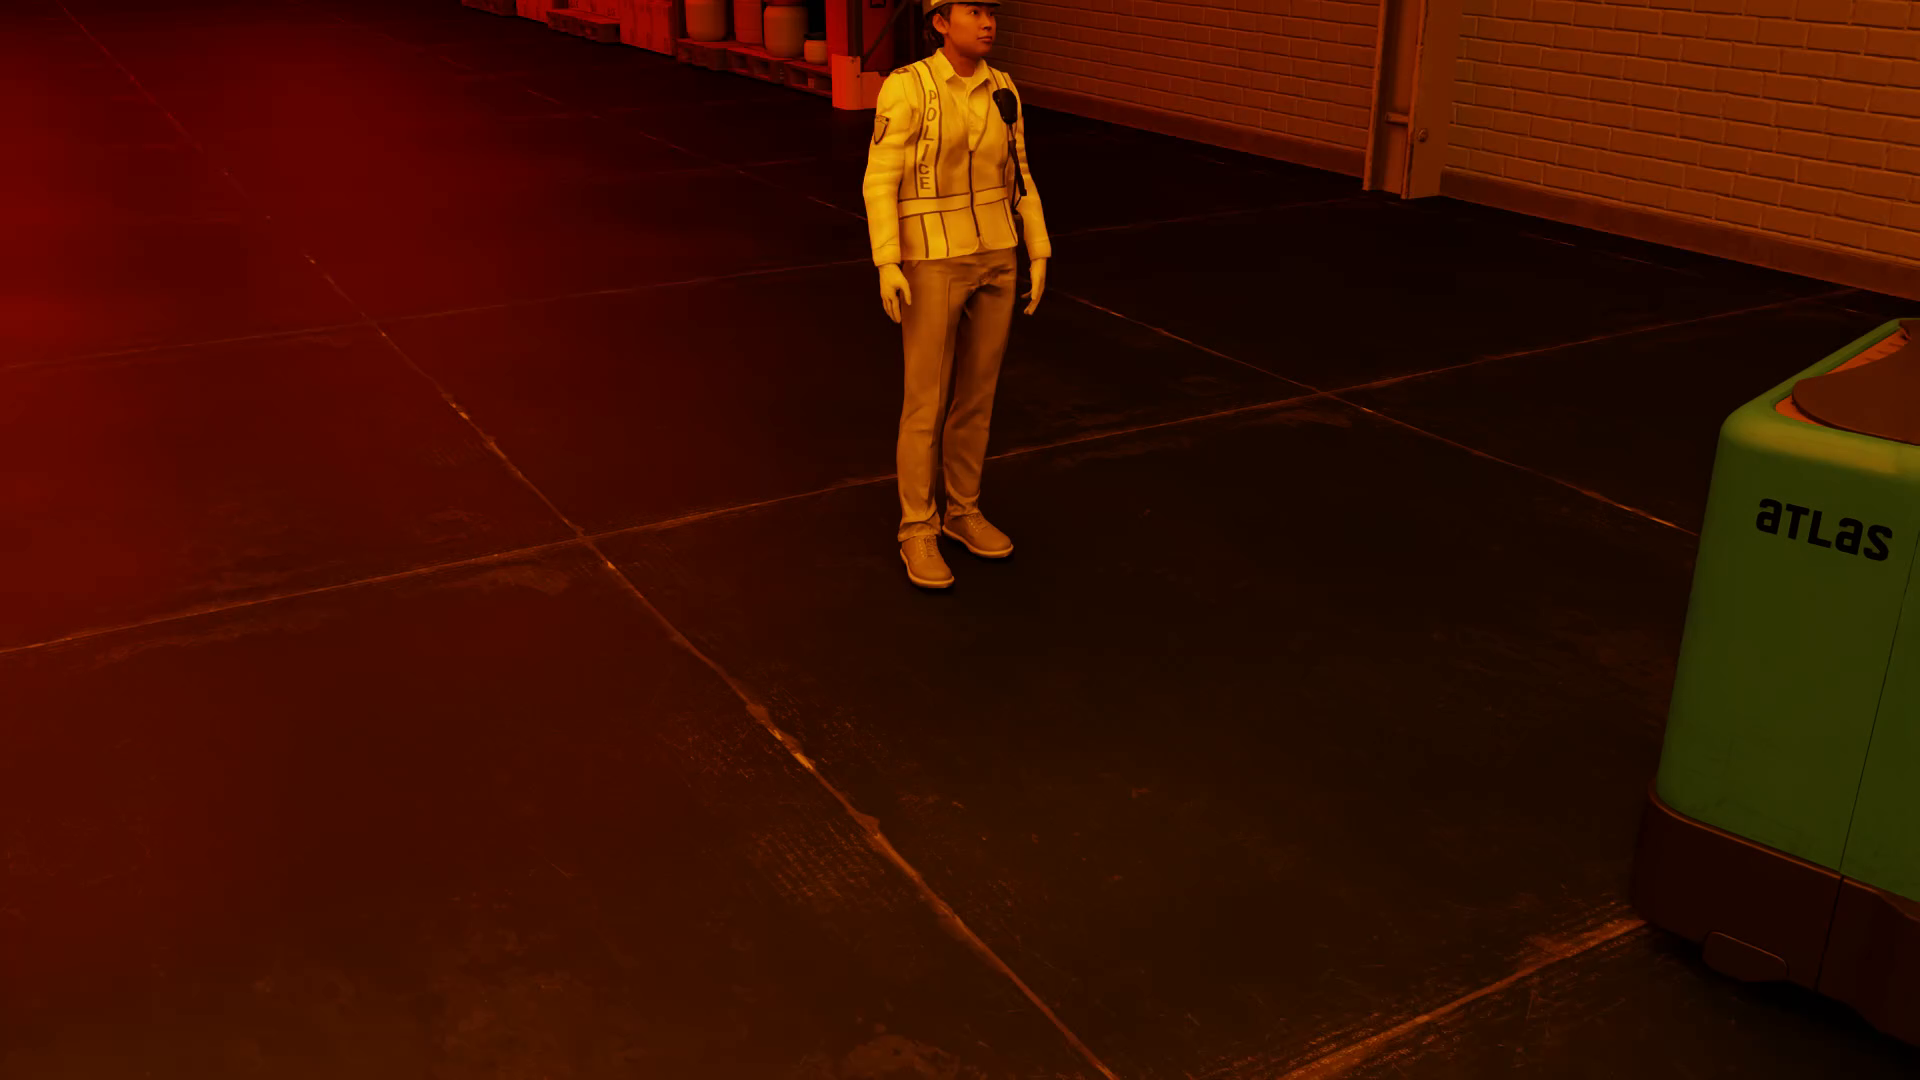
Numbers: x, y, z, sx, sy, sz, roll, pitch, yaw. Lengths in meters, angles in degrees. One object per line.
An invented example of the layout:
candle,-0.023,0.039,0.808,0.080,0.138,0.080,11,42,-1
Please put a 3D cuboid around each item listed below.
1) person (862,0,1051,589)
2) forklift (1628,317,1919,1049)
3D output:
person,0.028,-0.767,4.754,0.588,1.696,0.533,-12,25,-28
forklift,2.711,-0.325,2.066,3.031,2.935,1.130,20,30,40
